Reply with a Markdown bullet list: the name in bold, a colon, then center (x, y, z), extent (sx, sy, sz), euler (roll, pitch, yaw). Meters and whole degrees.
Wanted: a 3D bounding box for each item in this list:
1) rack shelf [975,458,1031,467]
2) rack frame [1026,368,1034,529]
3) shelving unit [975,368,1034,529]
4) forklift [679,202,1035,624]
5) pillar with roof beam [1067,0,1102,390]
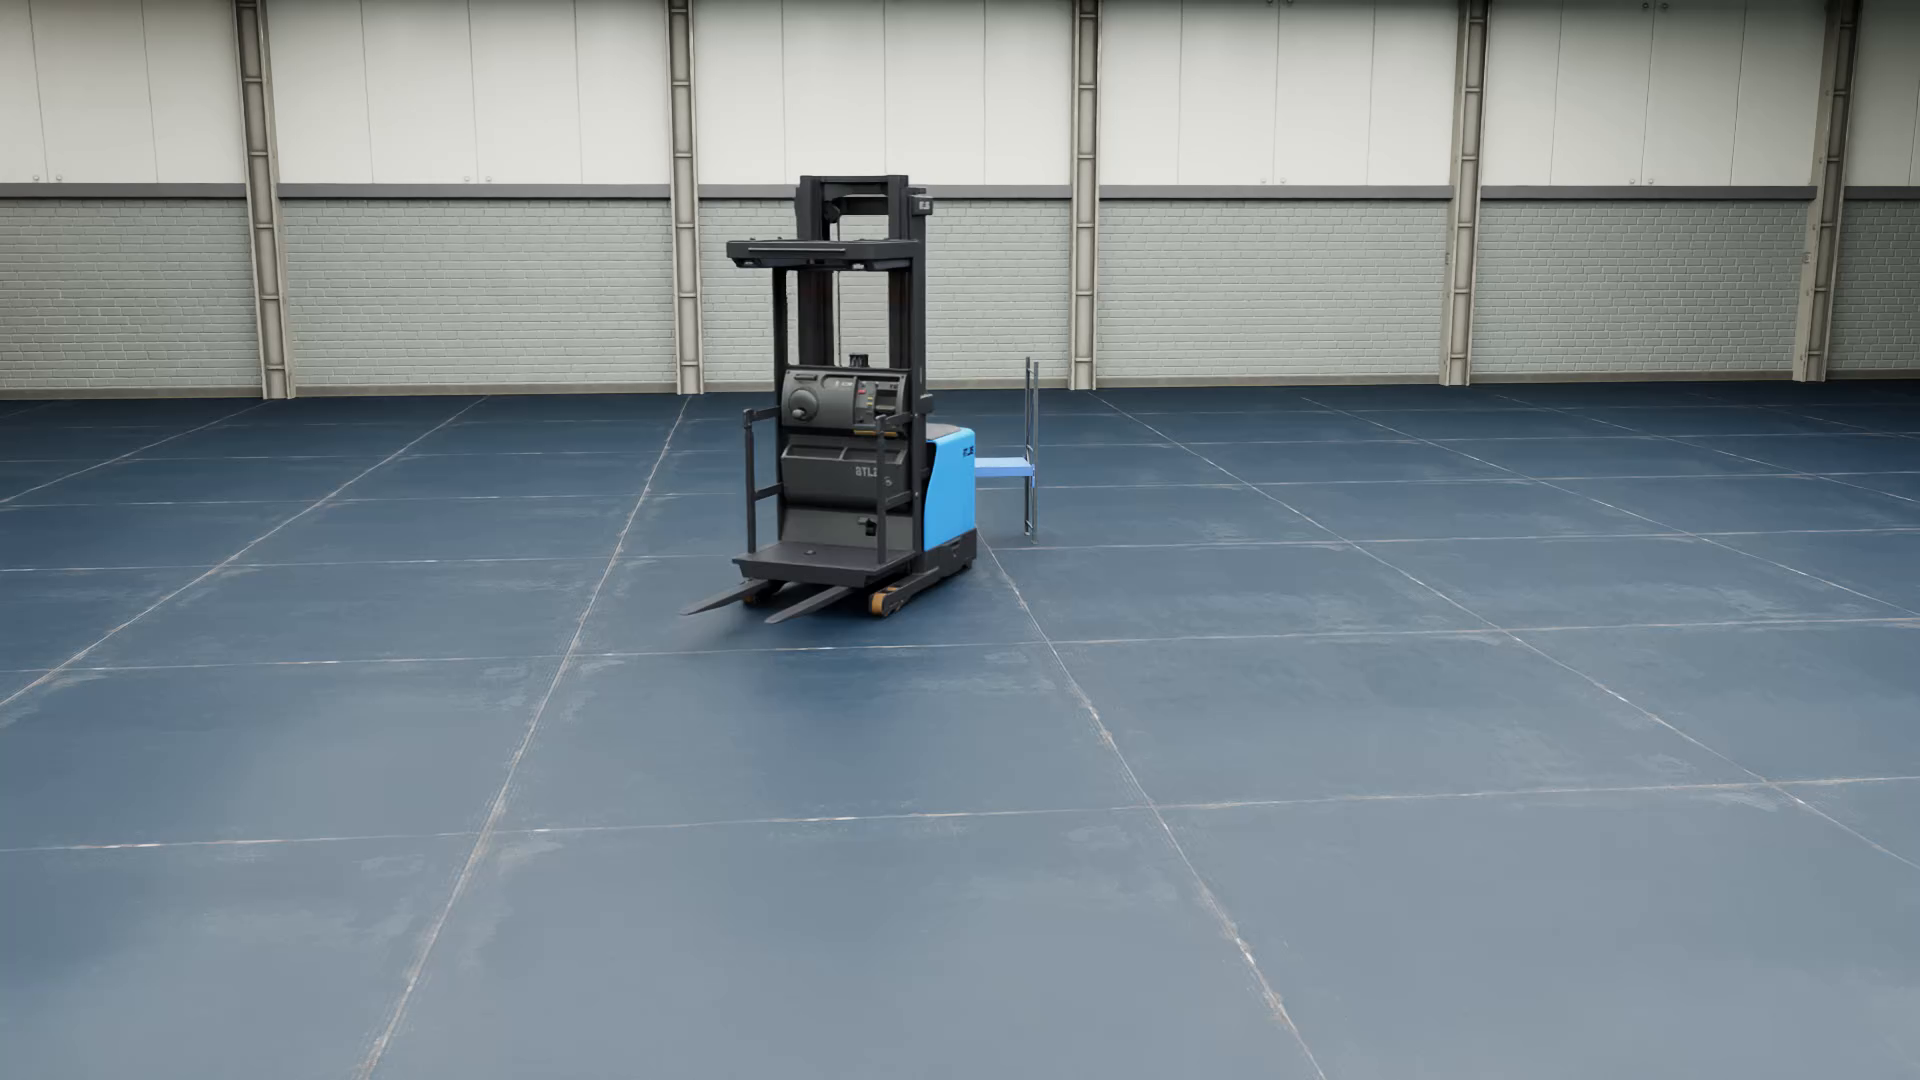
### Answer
- **rack shelf**: center (0.085, -0.609, 13.758), extent (0.952, 0.062, 0.459), euler (-1, 11, -6)
- **rack frame**: center (0.590, -0.749, 13.788), extent (0.013, 1.308, 0.475), euler (-1, 11, -6)
- **shelving unit**: center (0.104, -0.738, 13.736), extent (0.991, 1.308, 0.475), euler (-1, 11, -6)
- **forklift**: center (-6.965, -0.750, 8.354), extent (10.324, 3.598, 15.967), euler (4, 12, 21)
- **pillar with roof beam**: center (2.354, -5.940, 20.753), extent (0.400, 9.000, 9.100), euler (-1, 11, -6)
